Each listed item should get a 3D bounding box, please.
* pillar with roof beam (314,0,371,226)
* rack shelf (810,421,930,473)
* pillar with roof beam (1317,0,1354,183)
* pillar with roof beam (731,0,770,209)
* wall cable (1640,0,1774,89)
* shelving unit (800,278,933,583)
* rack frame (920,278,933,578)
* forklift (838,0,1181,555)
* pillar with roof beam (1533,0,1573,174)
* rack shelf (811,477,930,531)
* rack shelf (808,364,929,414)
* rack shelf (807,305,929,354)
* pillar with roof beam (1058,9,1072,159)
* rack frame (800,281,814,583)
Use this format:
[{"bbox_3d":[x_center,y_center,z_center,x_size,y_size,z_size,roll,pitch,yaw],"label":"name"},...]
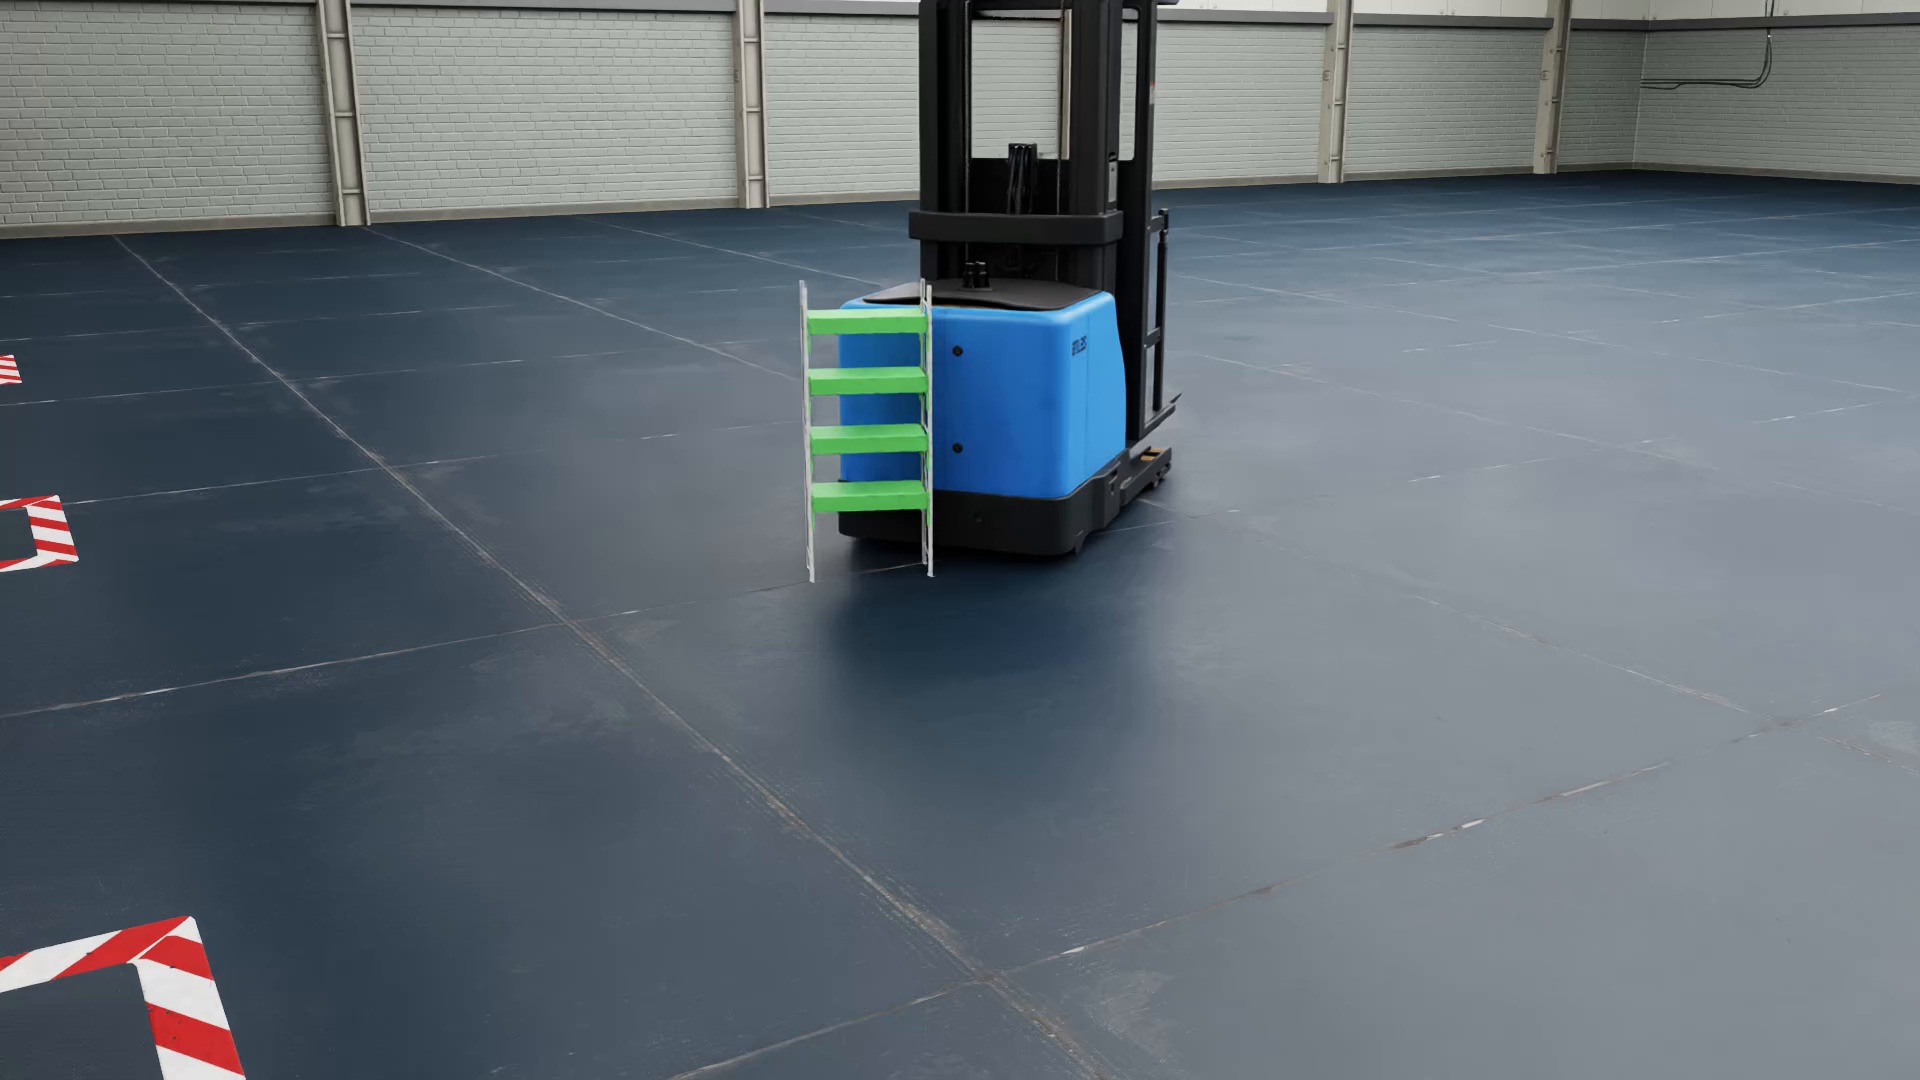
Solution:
[{"bbox_3d":[-6.131,-7.678,18.129,0.400,9.000,9.100,-9,18,-30],"label":"pillar with roof beam"},{"bbox_3d":[-0.378,-0.381,6.784,0.480,0.148,0.258,-2,16,-8],"label":"rack shelf"},{"bbox_3d":[9.298,-10.180,27.055,0.400,9.000,9.100,-9,18,-30],"label":"pillar with roof beam"},{"bbox_3d":[-0.988,-8.512,21.104,0.400,9.000,9.100,-9,18,-30],"label":"pillar with roof beam"},{"bbox_3d":[15.431,-10.619,34.372,0.112,2.526,3.097,-9,18,-30],"label":"wall cable"},{"bbox_3d":[-0.378,-0.443,6.767,0.503,1.200,0.258,-2,16,-8],"label":"shelving unit"},{"bbox_3d":[-0.136,-0.452,6.800,0.015,1.200,0.240,-2,16,-8],"label":"rack frame"},{"bbox_3d":[0.446,-1.702,8.050,1.130,2.935,3.031,6,17,19],"label":"forklift"},{"bbox_3d":[14.441,-11.014,30.030,0.400,9.000,9.100,-9,18,-30],"label":"pillar with roof beam"},{"bbox_3d":[-0.378,-0.150,6.849,0.480,0.148,0.258,-2,16,-8],"label":"rack shelf"},{"bbox_3d":[-0.378,-0.612,6.719,0.480,0.148,0.258,-2,16,-8],"label":"rack shelf"},{"bbox_3d":[-0.378,-0.844,6.655,0.480,0.148,0.258,-2,16,-8],"label":"rack shelf"},{"bbox_3d":[4.155,-9.346,24.080,0.400,9.000,9.100,-9,18,-30],"label":"pillar with roof beam"},{"bbox_3d":[-0.620,-0.434,6.734,0.015,1.200,0.240,-2,16,-8],"label":"rack frame"}]
